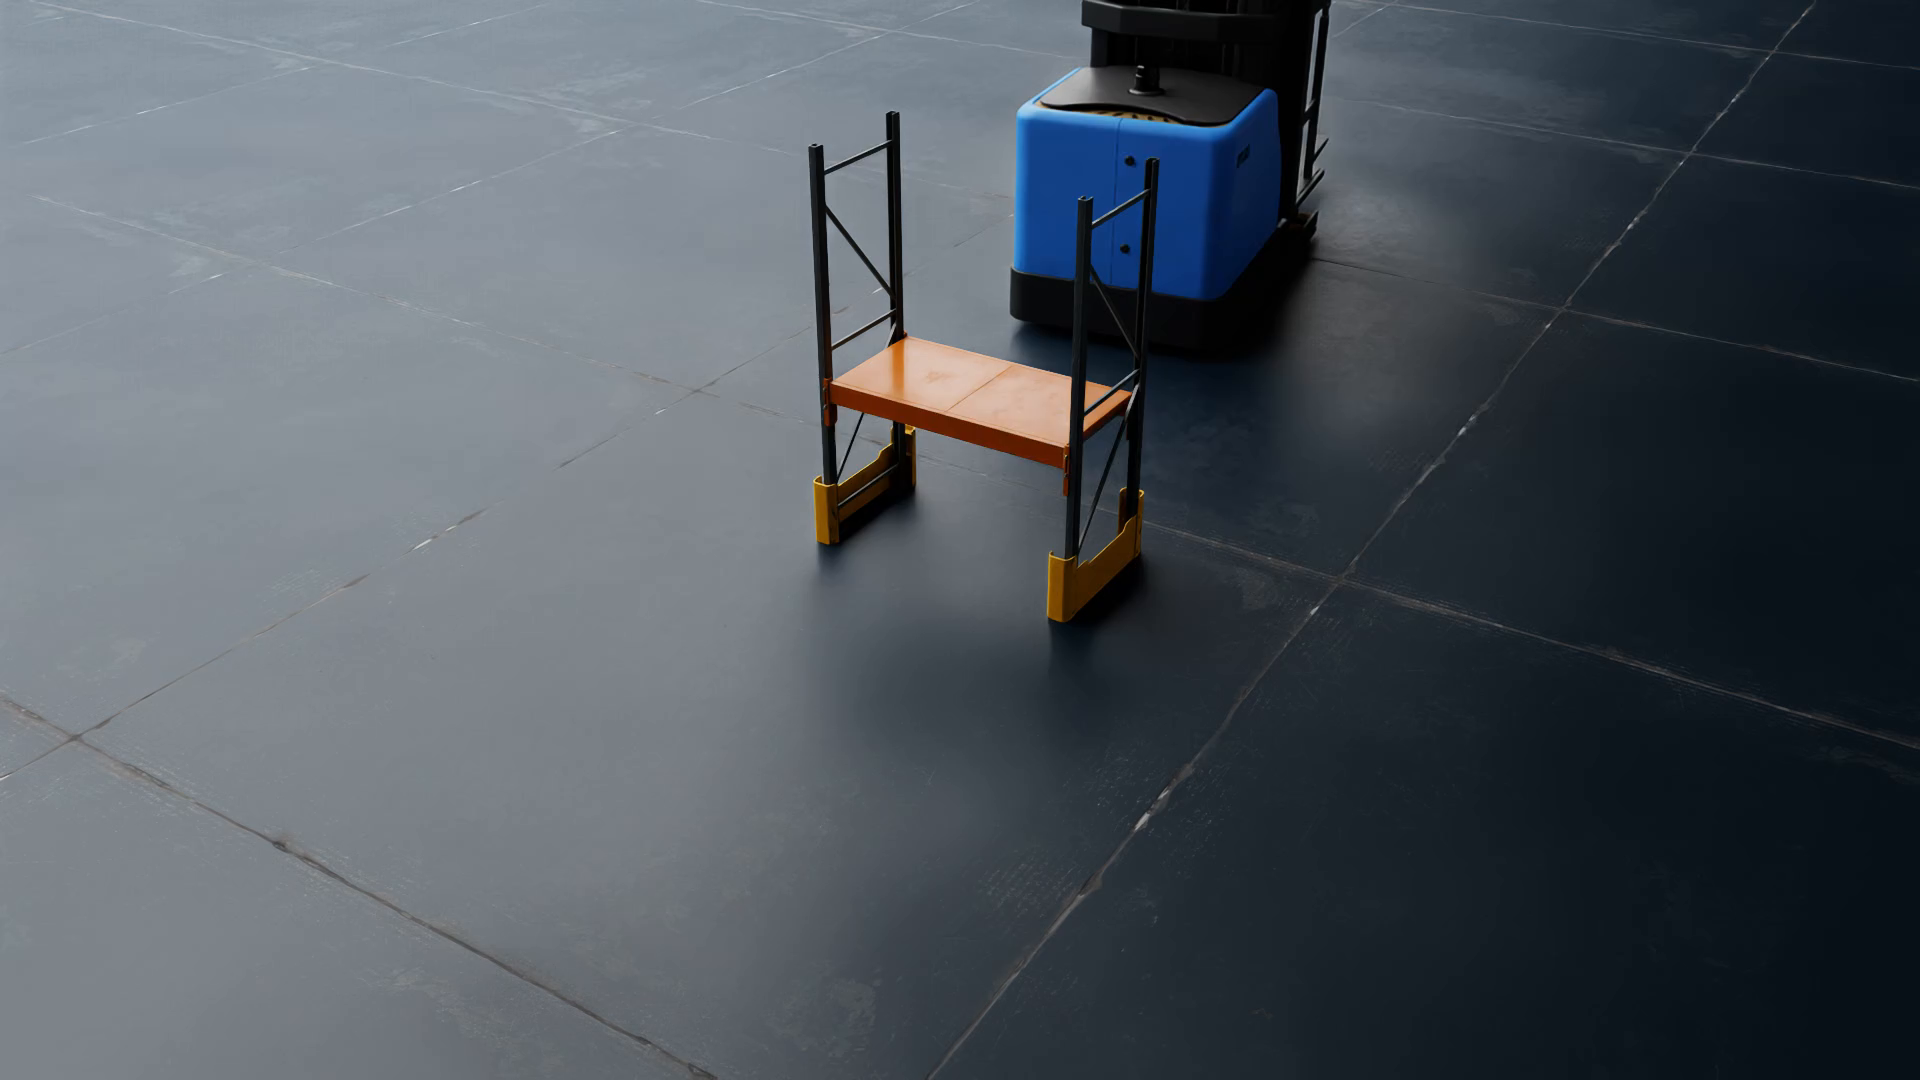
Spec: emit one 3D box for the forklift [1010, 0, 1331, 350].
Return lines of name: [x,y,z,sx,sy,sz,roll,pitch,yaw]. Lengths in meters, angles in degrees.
forklift: [1.289,-2.859,8.242,1.130,2.935,3.031,12,32,20]

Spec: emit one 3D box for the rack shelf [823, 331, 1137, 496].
rack shelf: [0.072,-0.470,5.924,1.000,0.185,0.538,18,35,27]

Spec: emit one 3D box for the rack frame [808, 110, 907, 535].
rack frame: [-0.358,-0.761,6.066,0.032,1.500,0.500,18,35,27]

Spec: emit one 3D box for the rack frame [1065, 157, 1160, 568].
rack frame: [0.503,-0.489,5.599,0.032,1.500,0.500,18,35,27]

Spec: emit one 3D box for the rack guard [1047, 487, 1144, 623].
rack guard: [0.486,0.046,5.923,0.087,0.250,0.587,18,35,27]

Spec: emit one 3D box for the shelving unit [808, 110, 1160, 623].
shelving unit: [0.065,-0.627,5.837,1.083,1.500,0.587,18,35,27]

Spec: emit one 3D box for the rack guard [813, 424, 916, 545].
rack guard: [-0.357,-0.221,6.381,0.087,0.250,0.587,18,35,27]
